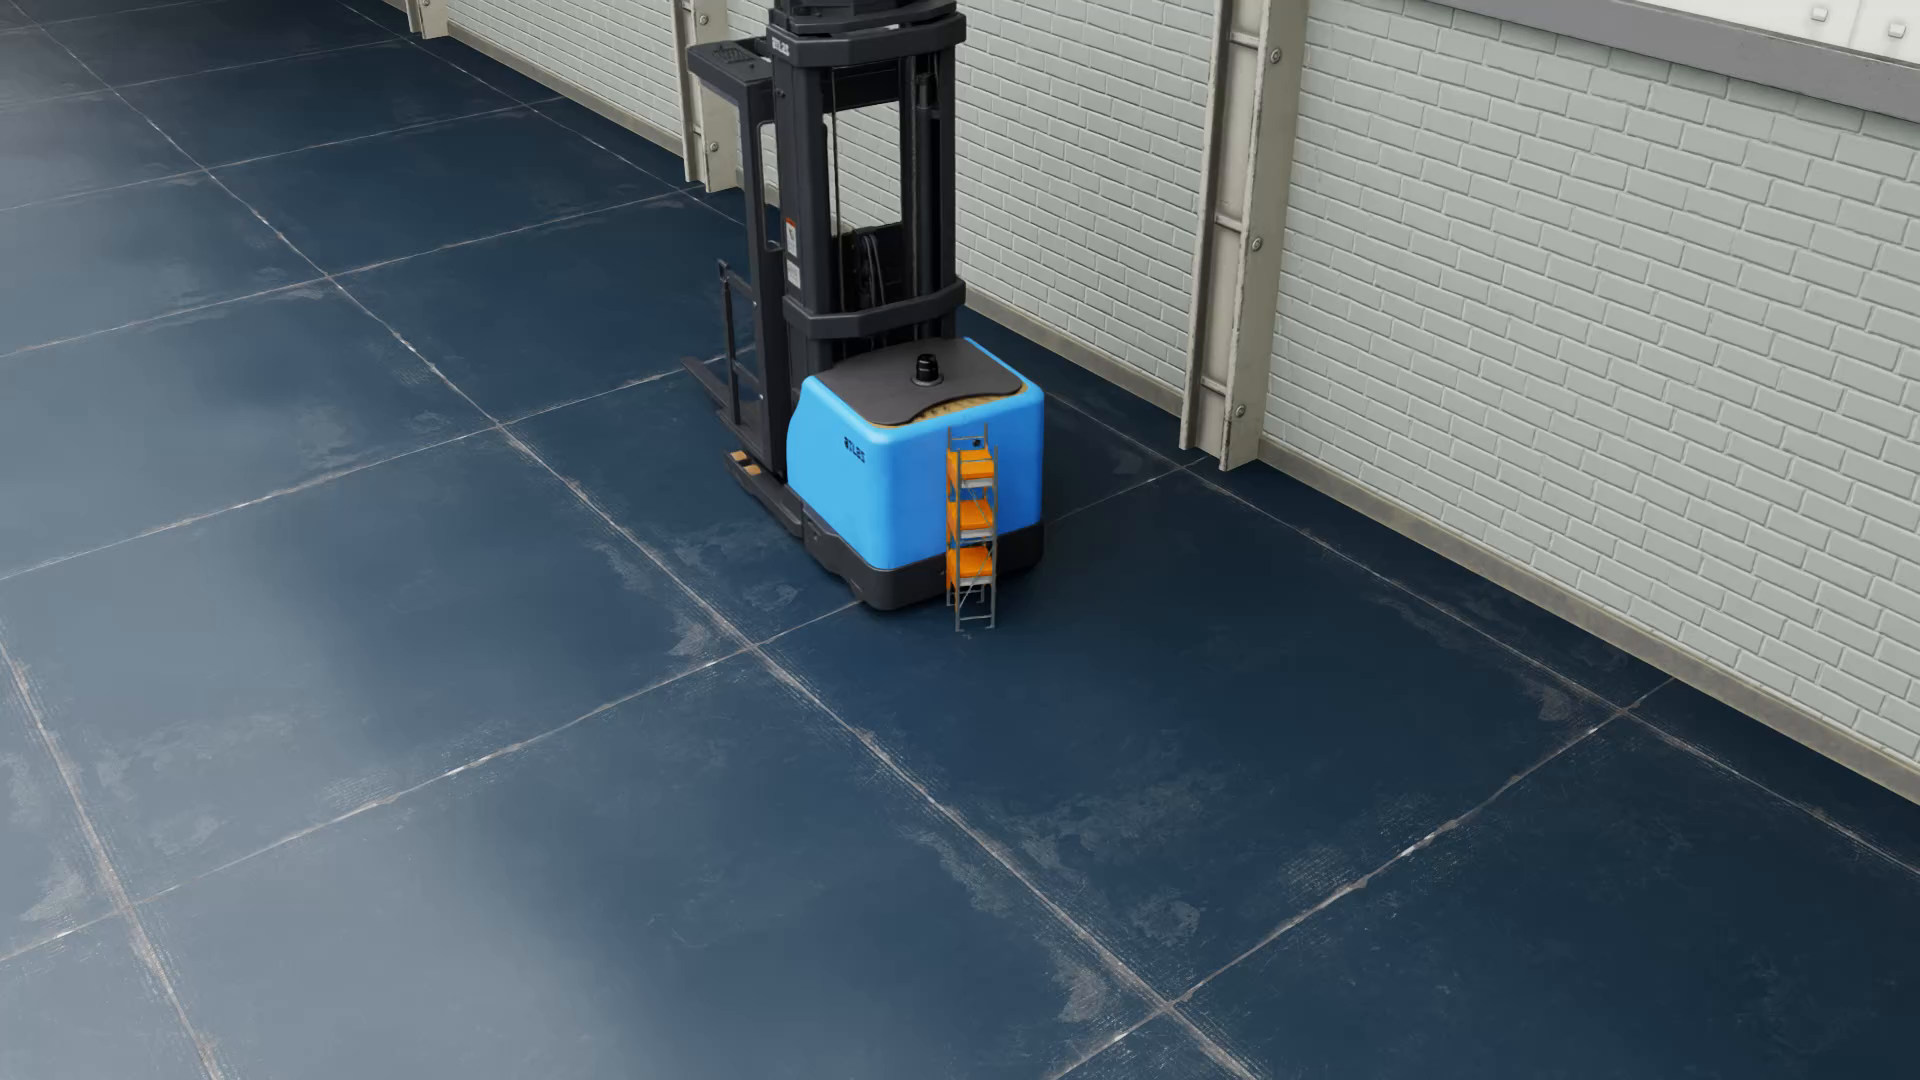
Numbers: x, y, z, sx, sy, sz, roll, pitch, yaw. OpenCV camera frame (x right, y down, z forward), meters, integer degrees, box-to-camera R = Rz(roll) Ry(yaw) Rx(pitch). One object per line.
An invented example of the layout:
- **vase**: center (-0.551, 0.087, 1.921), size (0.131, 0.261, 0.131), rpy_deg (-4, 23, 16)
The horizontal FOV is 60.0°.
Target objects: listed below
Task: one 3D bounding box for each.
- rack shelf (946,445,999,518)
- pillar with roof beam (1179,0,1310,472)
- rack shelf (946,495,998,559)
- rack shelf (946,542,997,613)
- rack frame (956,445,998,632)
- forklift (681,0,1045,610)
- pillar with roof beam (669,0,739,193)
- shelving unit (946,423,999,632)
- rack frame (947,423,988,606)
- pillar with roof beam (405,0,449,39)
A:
- **rack shelf**: center (0.059, -0.290, 8.198), size (0.215, 0.259, 0.240), rpy_deg (-6, 31, -10)
- **pillar with roof beam**: center (-1.823, -2.968, 5.499), size (9.100, 9.000, 0.400), rpy_deg (-22, 38, -31)
- **rack shelf**: center (0.057, -0.046, 8.343), size (0.215, 0.259, 0.240), rpy_deg (-6, 31, -10)
- **rack shelf**: center (0.055, 0.193, 8.486), size (0.215, 0.259, 0.240), rpy_deg (-6, 31, -10)
- **rack frame**: center (0.082, 0.006, 8.235), size (0.200, 1.050, 0.008), rpy_deg (-6, 31, -10)
- **forklift**: center (-0.738, -1.631, 9.097), size (1.130, 2.935, 3.031), rpy_deg (-17, 36, -26)
- **pillar with roof beam**: center (-5.502, -5.468, 9.525), size (9.100, 9.000, 0.400), rpy_deg (-22, 38, -31)
- **shelving unit**: center (0.057, -0.055, 8.338), size (0.215, 1.050, 0.252), rpy_deg (-6, 31, -10)
- **rack frame**: center (0.033, -0.117, 8.440), size (0.200, 1.050, 0.008), rpy_deg (-6, 31, -10)
- **pillar with roof beam**: center (-9.181, -7.969, 13.551), size (9.100, 9.000, 0.400), rpy_deg (-22, 38, -31)
